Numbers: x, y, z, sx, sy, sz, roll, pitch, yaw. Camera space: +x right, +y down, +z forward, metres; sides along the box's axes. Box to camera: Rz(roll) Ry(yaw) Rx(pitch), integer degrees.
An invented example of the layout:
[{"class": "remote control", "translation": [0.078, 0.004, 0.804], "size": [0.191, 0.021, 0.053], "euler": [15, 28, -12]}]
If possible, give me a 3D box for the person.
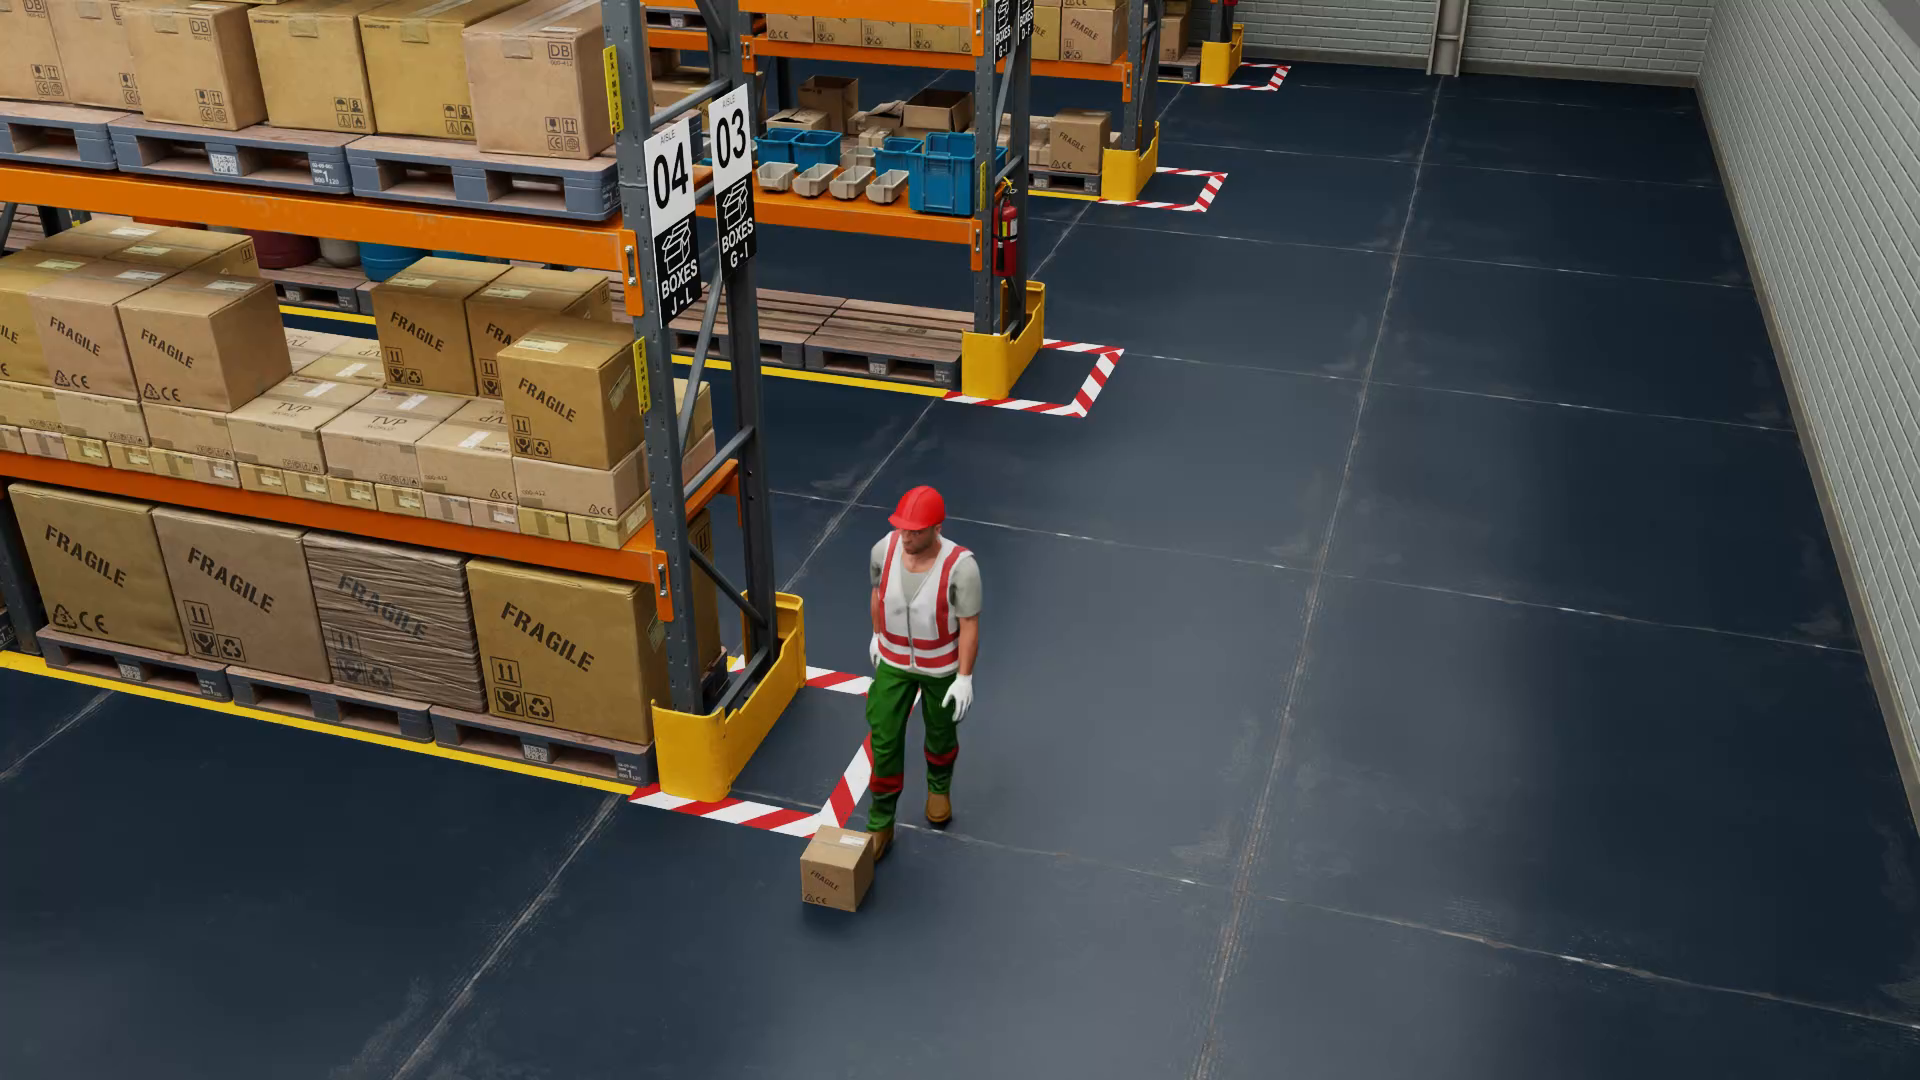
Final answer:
[{"class": "person", "translation": [-0.193, 0.585, 7.383], "size": [0.557, 1.778, 0.675], "euler": [7, 30, 12]}]
